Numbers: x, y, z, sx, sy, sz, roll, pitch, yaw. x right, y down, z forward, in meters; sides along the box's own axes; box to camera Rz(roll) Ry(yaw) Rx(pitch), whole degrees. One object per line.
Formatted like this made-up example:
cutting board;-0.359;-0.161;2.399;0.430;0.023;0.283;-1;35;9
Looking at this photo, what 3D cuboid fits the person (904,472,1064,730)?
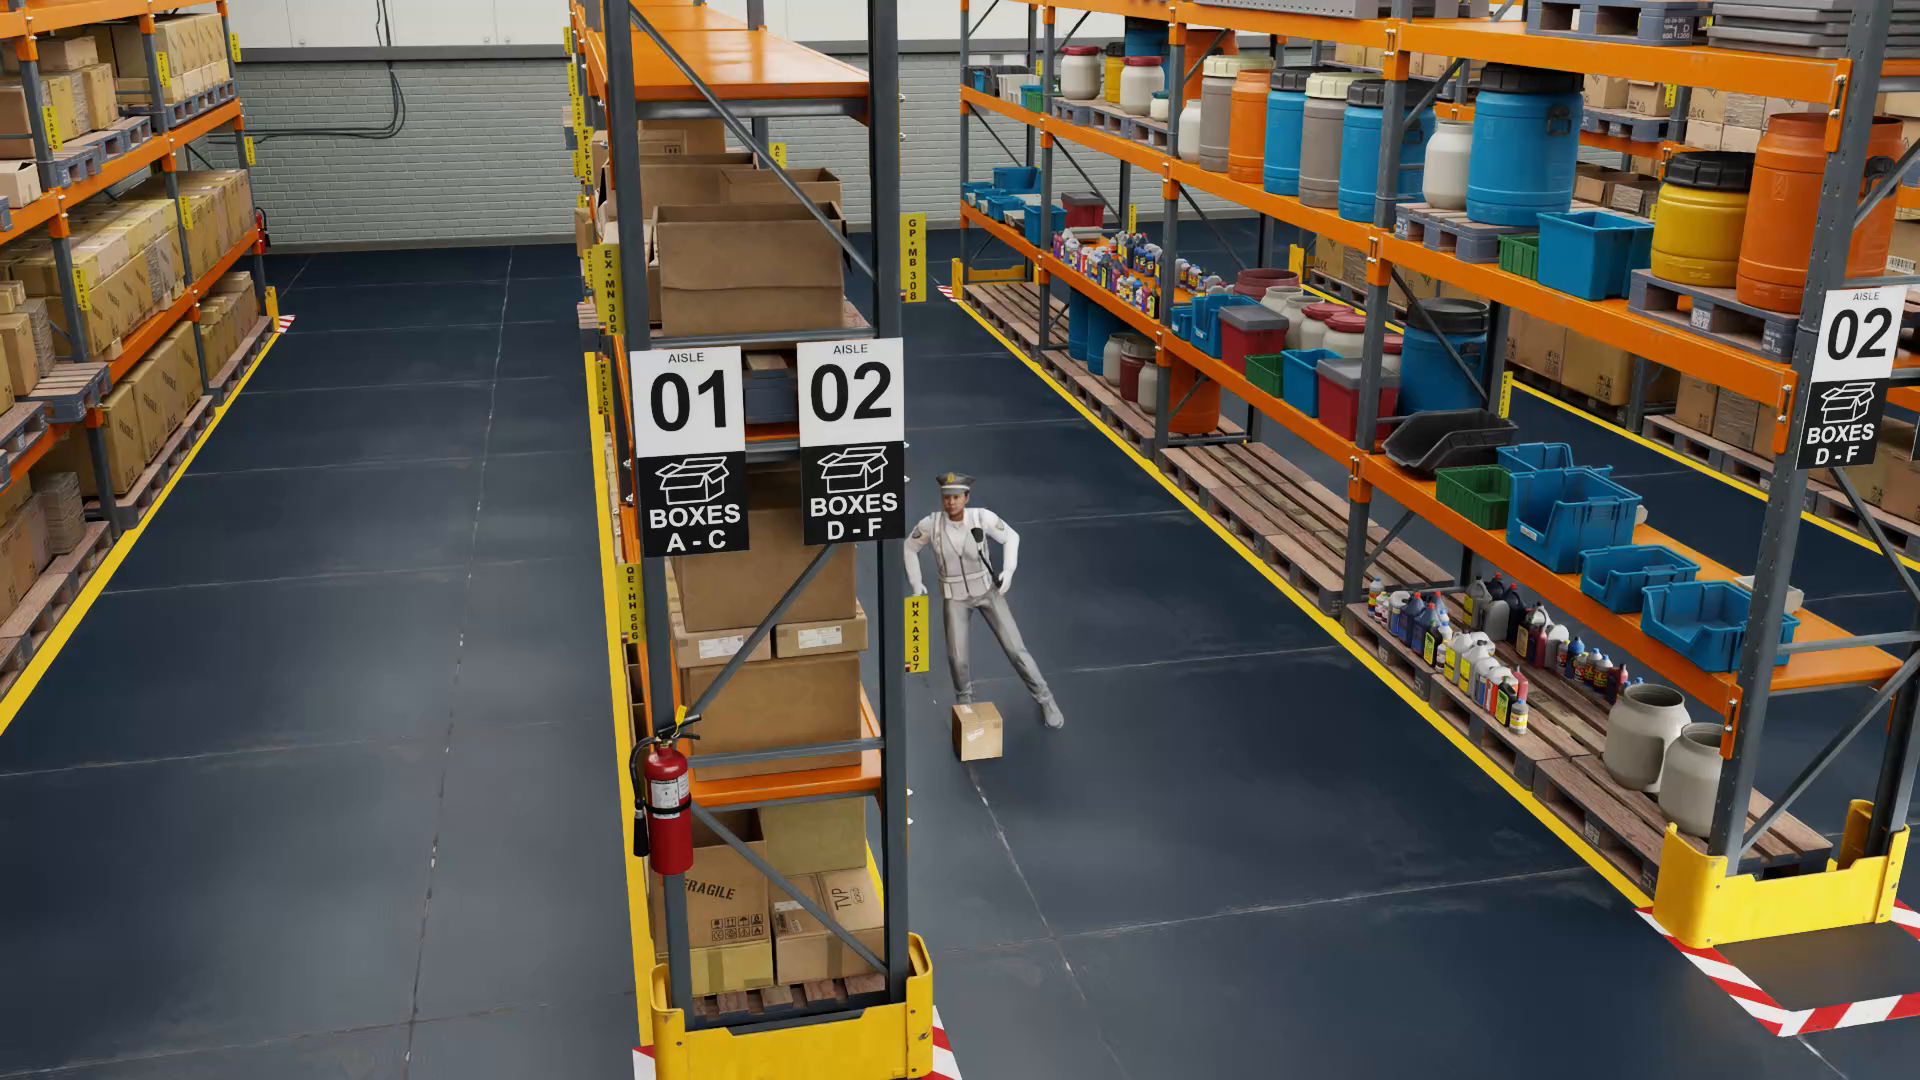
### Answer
person;0.141;0.352;10.219;0.999;1.606;0.514;-1;20;-2
